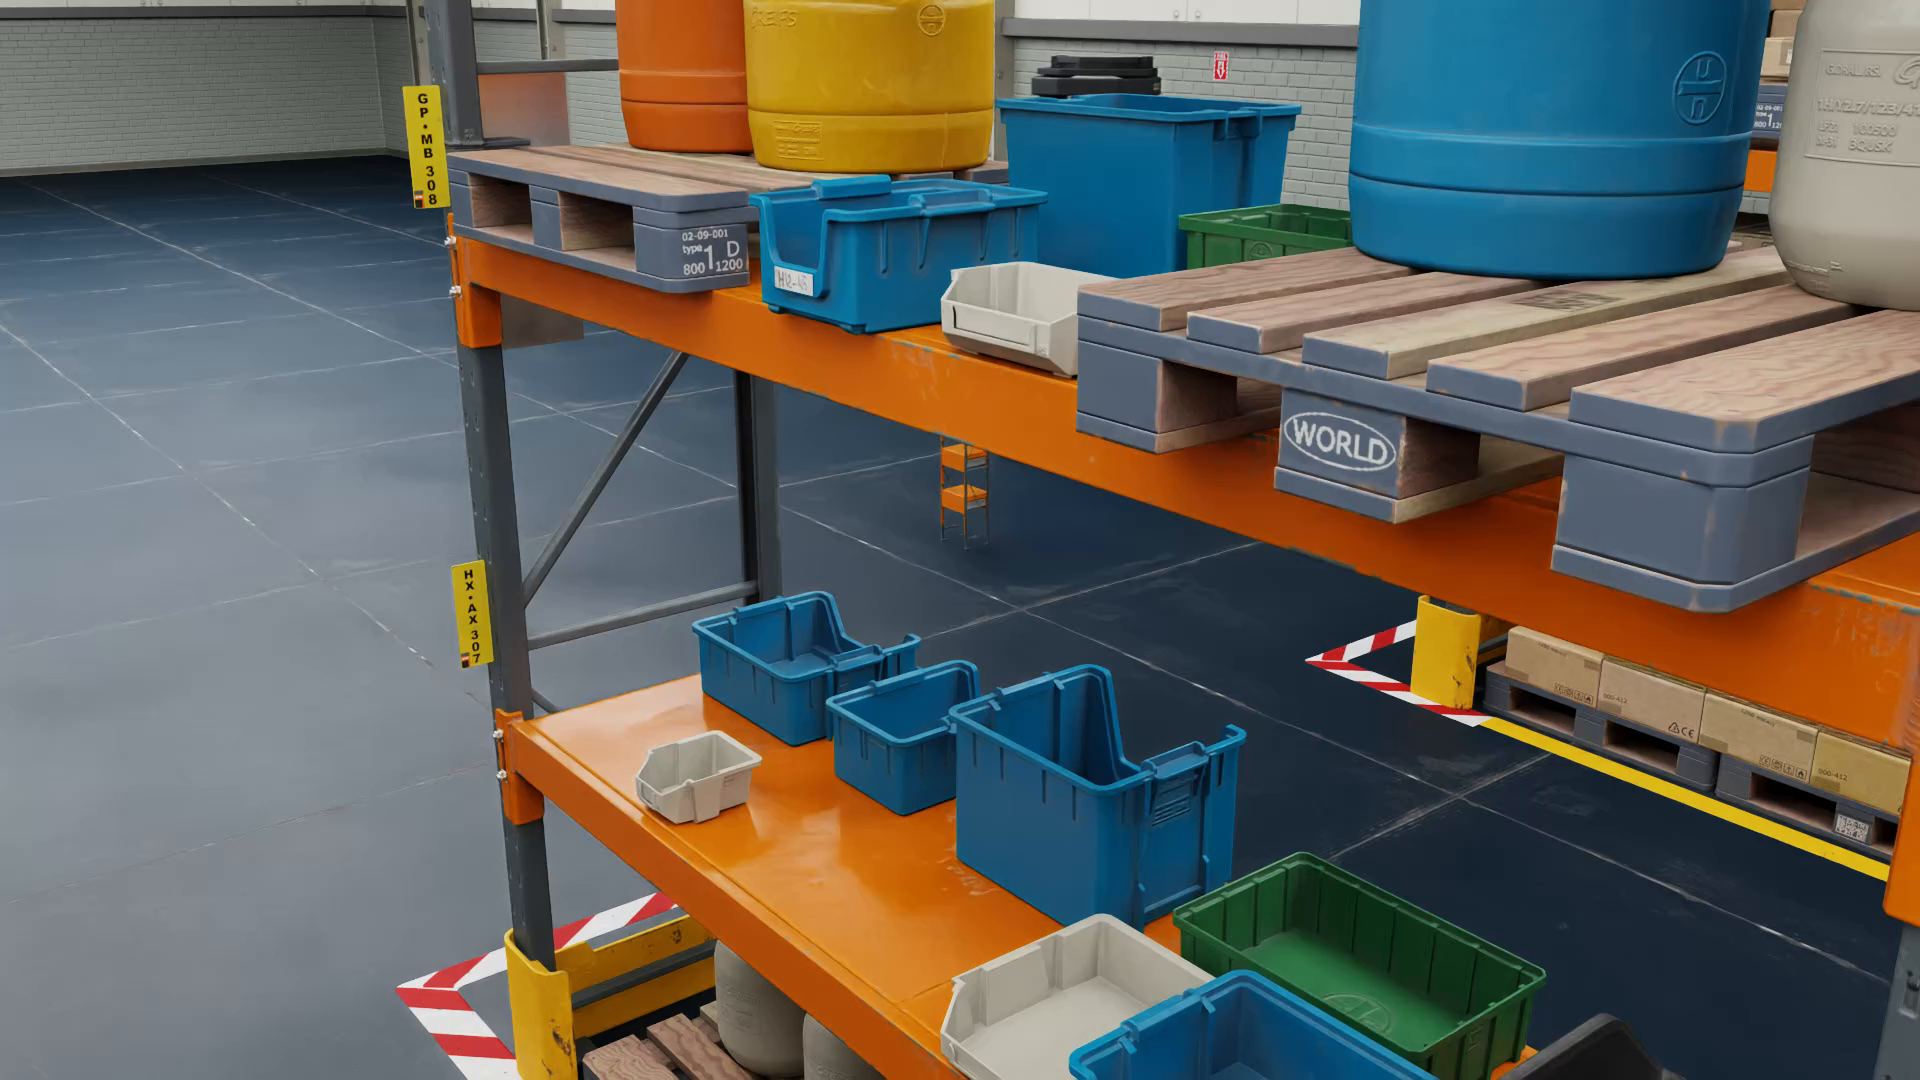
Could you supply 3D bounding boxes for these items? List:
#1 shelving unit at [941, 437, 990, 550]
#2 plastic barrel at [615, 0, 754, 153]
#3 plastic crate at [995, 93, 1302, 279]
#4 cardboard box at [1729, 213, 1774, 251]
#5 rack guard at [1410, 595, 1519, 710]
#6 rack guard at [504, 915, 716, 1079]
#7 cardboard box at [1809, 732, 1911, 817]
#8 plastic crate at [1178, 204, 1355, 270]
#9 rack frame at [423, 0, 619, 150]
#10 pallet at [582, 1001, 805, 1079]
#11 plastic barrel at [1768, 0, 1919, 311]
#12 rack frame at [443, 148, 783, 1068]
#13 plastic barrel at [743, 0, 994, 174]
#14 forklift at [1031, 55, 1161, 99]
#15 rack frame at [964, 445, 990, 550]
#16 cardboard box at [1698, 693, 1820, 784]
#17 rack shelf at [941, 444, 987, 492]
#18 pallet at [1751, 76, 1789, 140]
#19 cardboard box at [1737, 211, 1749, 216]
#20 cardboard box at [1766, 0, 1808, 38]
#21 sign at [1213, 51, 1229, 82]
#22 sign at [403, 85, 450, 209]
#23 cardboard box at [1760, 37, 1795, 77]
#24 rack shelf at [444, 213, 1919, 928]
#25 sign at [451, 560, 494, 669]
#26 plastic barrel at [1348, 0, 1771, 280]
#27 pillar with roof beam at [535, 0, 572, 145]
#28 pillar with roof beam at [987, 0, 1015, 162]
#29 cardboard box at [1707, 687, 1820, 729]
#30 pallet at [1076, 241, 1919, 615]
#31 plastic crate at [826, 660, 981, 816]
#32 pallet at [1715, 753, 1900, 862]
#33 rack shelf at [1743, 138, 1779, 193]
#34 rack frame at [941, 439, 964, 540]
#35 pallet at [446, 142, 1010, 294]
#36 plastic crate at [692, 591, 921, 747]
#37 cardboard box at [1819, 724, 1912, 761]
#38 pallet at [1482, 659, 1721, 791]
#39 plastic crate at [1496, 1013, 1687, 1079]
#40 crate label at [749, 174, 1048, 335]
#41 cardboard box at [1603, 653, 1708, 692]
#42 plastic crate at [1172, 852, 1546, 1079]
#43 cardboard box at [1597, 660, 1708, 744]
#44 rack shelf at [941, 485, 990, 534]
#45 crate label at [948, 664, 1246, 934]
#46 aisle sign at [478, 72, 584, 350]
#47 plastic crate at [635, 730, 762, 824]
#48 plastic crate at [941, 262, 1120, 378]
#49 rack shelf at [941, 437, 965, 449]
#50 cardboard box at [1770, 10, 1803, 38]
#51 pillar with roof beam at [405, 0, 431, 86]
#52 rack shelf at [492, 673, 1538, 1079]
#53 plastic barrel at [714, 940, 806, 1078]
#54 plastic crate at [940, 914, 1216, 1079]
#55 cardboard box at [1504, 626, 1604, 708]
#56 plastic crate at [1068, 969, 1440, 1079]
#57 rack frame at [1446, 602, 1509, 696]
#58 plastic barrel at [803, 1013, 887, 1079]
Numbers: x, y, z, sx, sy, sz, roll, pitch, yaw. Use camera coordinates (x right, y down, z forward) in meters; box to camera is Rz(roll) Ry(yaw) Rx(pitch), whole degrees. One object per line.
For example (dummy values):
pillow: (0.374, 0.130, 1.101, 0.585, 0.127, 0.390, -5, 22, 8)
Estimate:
shelving unit: (0.033, -0.485, 10.658, 0.215, 1.050, 0.252, -14, 23, -36)
plastic barrel: (-0.622, -1.484, 4.449, 0.600, 0.830, 0.708, -14, 23, -36)
plastic crate: (0.396, -0.757, 3.630, 0.392, 0.384, 0.575, -14, 23, -36)
cardboard box: (3.505, -1.122, 7.256, 0.700, 0.500, 0.500, -15, 23, -38)
rack guard: (2.847, 0.463, 8.669, 1.175, 0.500, 0.348, -14, 23, -36)
rack guard: (-0.940, 1.444, 5.705, 1.175, 0.500, 0.348, -14, 23, -36)
cardboard box: (3.950, 0.934, 6.977, 0.500, 0.250, 0.500, -14, 23, -36)
plastic crate: (0.694, -0.531, 3.261, 0.336, 0.188, 0.450, -14, 23, -36)
rack frame: (-1.024, -2.600, 4.398, 1.000, 3.000, 0.127, -14, 23, -36)
pallet: (-0.439, 1.783, 5.143, 1.003, 0.211, 1.213, -14, 23, -36)
plastic barrel: (1.346, -0.587, 2.245, 0.421, 0.512, 0.421, 0, 18, 0)
rack frame: (-1.024, 0.248, 5.341, 1.000, 3.000, 0.127, -14, 23, -36)
plastic barrel: (-0.216, -1.208, 4.000, 0.600, 0.588, 0.600, 0, 18, 0)
forklift: (1.212, -2.397, 13.440, 1.130, 2.935, 3.031, 6, 19, 18)
rack frame: (0.109, -0.455, 10.567, 0.200, 1.050, 0.008, -14, 23, -36)
cardboard box: (3.643, 0.810, 7.352, 0.500, 0.250, 0.500, -14, 23, -36)
rack shelf: (0.033, -0.475, 10.661, 0.215, 0.259, 0.240, -14, 23, -36)
pallet: (3.280, -1.920, 7.259, 1.003, 0.211, 1.213, -14, 23, -36)
cardboard box: (3.174, -1.250, 7.644, 0.700, 0.500, 0.500, -14, 23, -36)
cardboard box: (3.215, -2.314, 7.252, 0.797, 0.503, 0.637, -12, 22, -32)
sign: (2.698, -4.898, 17.196, 0.001, 0.298, 0.199, -14, 23, -36)
sign: (-1.458, -1.074, 4.547, 0.100, 0.325, 0.005, -14, 23, -36)
cardboard box: (3.454, -1.964, 6.758, 0.380, 0.149, 0.250, -14, 23, -36)
rack shelf: (0.218, -0.341, 3.494, 1.077, 0.370, 4.000, -14, 23, -36)
sign: (-1.458, 0.223, 4.976, 0.100, 0.325, 0.005, -14, 23, -36)
plastic barrel: (0.926, -0.894, 2.552, 0.600, 0.901, 0.708, -14, 23, -36)
pillar with roof beam: (-10.421, -9.603, 25.549, 9.100, 9.000, 0.400, -14, 23, -36)
pillar with roof beam: (-2.970, -6.646, 16.619, 9.100, 9.000, 0.400, -14, 23, -36)
cardboard box: (3.653, 0.451, 7.240, 0.500, 0.500, 0.500, -14, 23, -36)
pallet: (0.935, -0.259, 2.402, 1.213, 0.211, 1.003, -14, 23, -36)
plastic crate: (-0.080, 0.545, 4.682, 0.499, 0.251, 0.408, -14, 23, -36)
pallet: (4.122, 1.087, 7.244, 1.003, 0.211, 1.213, -14, 23, -36)
rack shelf: (4.103, -1.307, 6.411, 1.077, 0.370, 4.000, -14, 23, -36)
rack frame: (-0.043, -0.515, 10.748, 0.200, 1.050, 0.008, -14, 23, -36)
pallet: (-0.587, -0.863, 4.226, 1.003, 0.211, 1.213, -14, 23, -36)
plastic crate: (-0.478, 0.384, 5.168, 0.499, 0.251, 0.616, -14, 23, -36)
cardboard box: (3.949, 0.578, 6.858, 0.500, 0.500, 0.500, -14, 23, -36)
pallet: (3.369, 0.786, 8.152, 1.003, 0.211, 1.213, -14, 23, -36)
plastic crate: (1.234, 1.110, 2.839, 0.767, 0.338, 0.504, -14, 23, -36)
crate label: (-0.121, -0.579, 3.305, 0.502, 0.251, 0.408, -14, 23, -36)
cardboard box: (3.332, 0.331, 7.605, 0.500, 0.500, 0.500, -14, 23, -36)
plastic crate: (0.838, 0.945, 3.574, 0.450, 0.188, 0.662, -14, 23, -36)
cardboard box: (3.333, 0.686, 7.724, 0.500, 0.250, 0.500, -14, 23, -36)
rack shelf: (0.033, -0.211, 10.748, 0.215, 0.259, 0.240, -14, 23, -36)
crate label: (0.331, 0.632, 4.125, 0.502, 0.435, 0.616, -14, 23, -36)
aisle sign: (-1.298, -0.946, 4.813, 0.394, 0.787, 0.004, -14, 23, -36)
plastic crate: (-0.720, 0.657, 4.527, 0.298, 0.136, 0.250, -14, 23, -36)
plastic crate: (0.146, -0.382, 2.890, 0.243, 0.136, 0.396, -14, 23, -36)
rack shelf: (0.033, -0.745, 10.572, 0.215, 0.259, 0.240, -14, 23, -36)
cardboard box: (3.783, -2.104, 7.020, 0.500, 0.250, 0.500, -14, 23, -36)
pillar with roof beam: (-14.146, -11.082, 30.014, 9.100, 9.000, 0.400, -14, 23, -36)
rack shelf: (0.218, 1.083, 3.966, 1.077, 0.370, 4.000, -14, 23, -36)
plastic barrel: (-0.555, 1.377, 5.221, 0.421, 0.512, 0.421, 0, 18, 0)
plastic crate: (0.253, 1.008, 3.465, 0.530, 0.136, 0.437, -14, 23, -36)
cardboard box: (3.020, 0.564, 8.094, 0.500, 0.250, 0.500, -14, 23, -36)
plastic crate: (0.560, 1.085, 3.051, 0.499, 0.251, 0.616, -14, 23, -36)
rack frame: (2.861, -0.718, 8.258, 1.000, 3.000, 0.127, -14, 23, -36)
plastic barrel: (-0.244, 1.501, 4.848, 0.421, 0.512, 0.421, 0, 18, 0)
